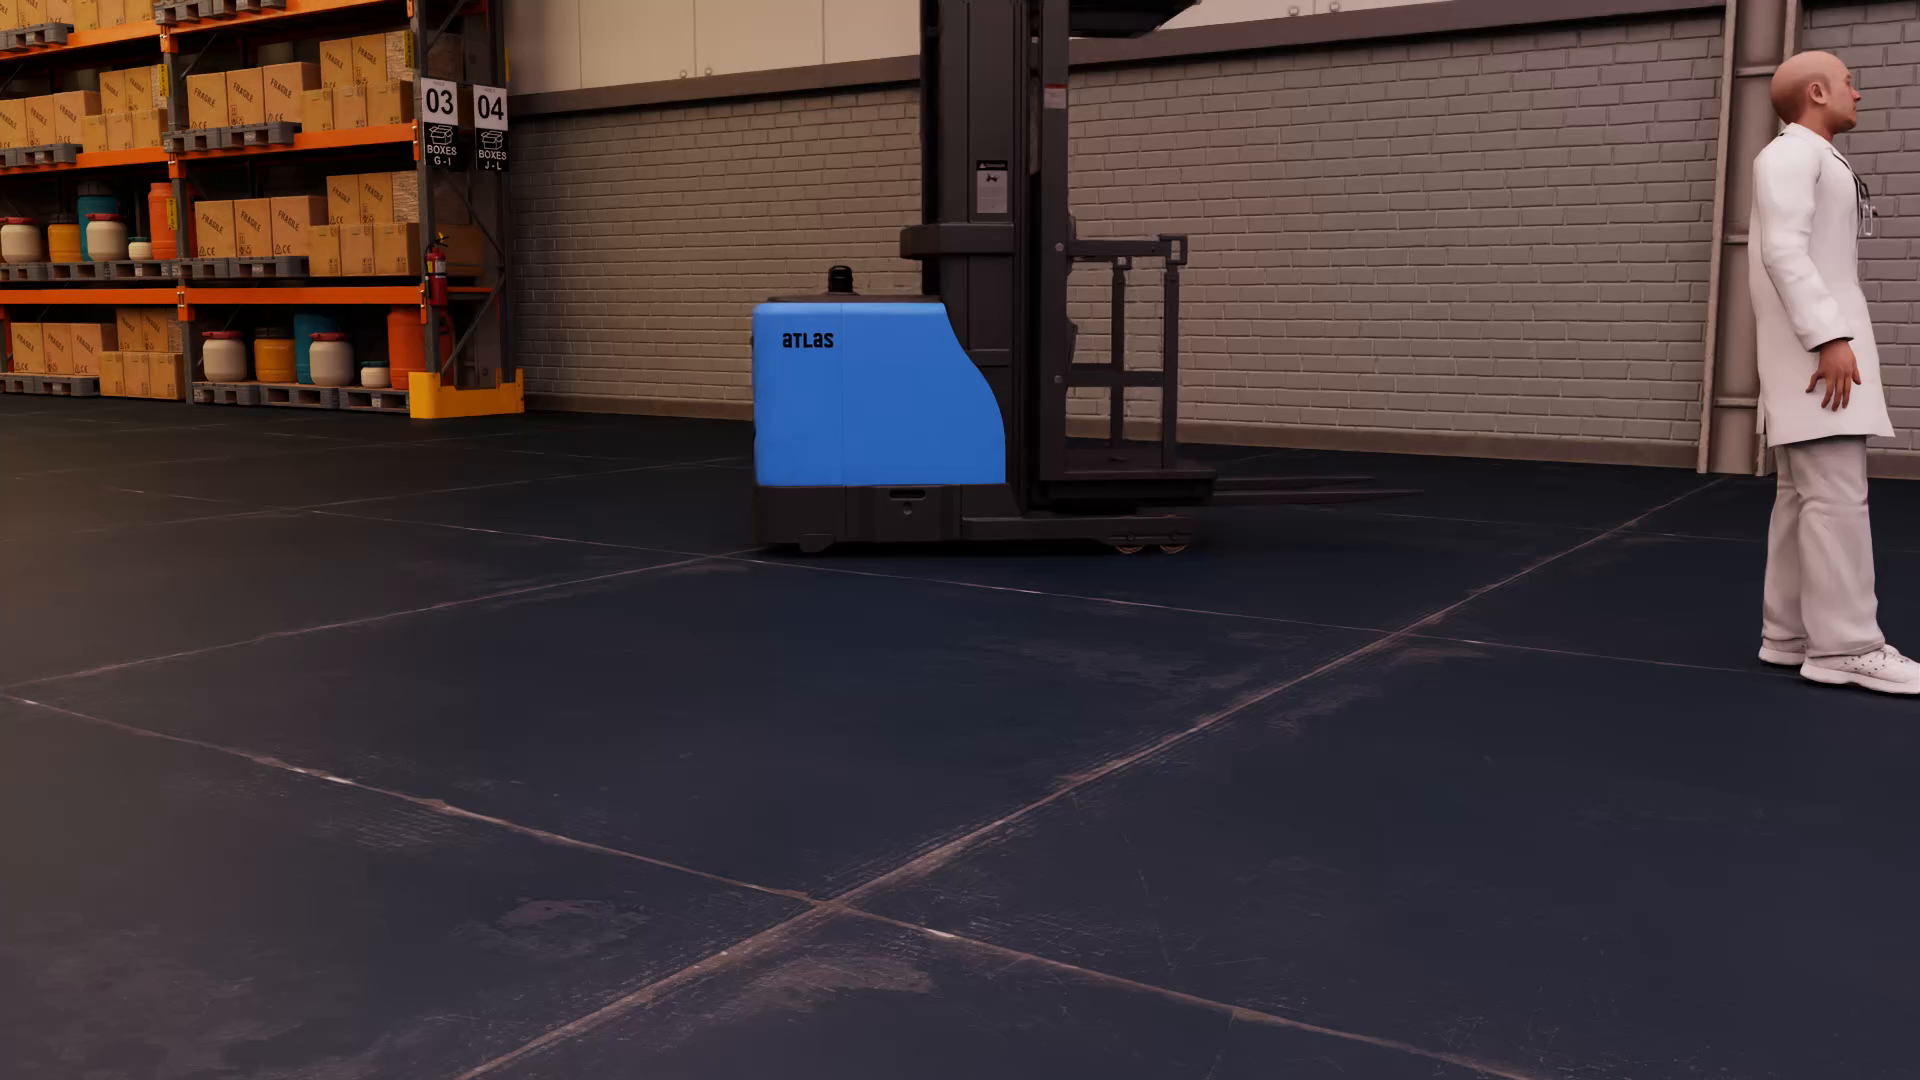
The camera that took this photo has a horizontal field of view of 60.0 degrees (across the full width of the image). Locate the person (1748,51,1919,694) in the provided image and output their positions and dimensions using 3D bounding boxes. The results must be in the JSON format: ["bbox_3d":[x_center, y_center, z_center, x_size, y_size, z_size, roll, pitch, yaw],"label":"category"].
[{"bbox_3d":[2.562,-0.503,4.774,0.581,1.776,0.694,4,9,27],"label":"person"}]

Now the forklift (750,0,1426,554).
[{"bbox_3d":[0.573,-1.465,7.493,3.031,2.935,1.130,-1,8,-8],"label":"forklift"}]
